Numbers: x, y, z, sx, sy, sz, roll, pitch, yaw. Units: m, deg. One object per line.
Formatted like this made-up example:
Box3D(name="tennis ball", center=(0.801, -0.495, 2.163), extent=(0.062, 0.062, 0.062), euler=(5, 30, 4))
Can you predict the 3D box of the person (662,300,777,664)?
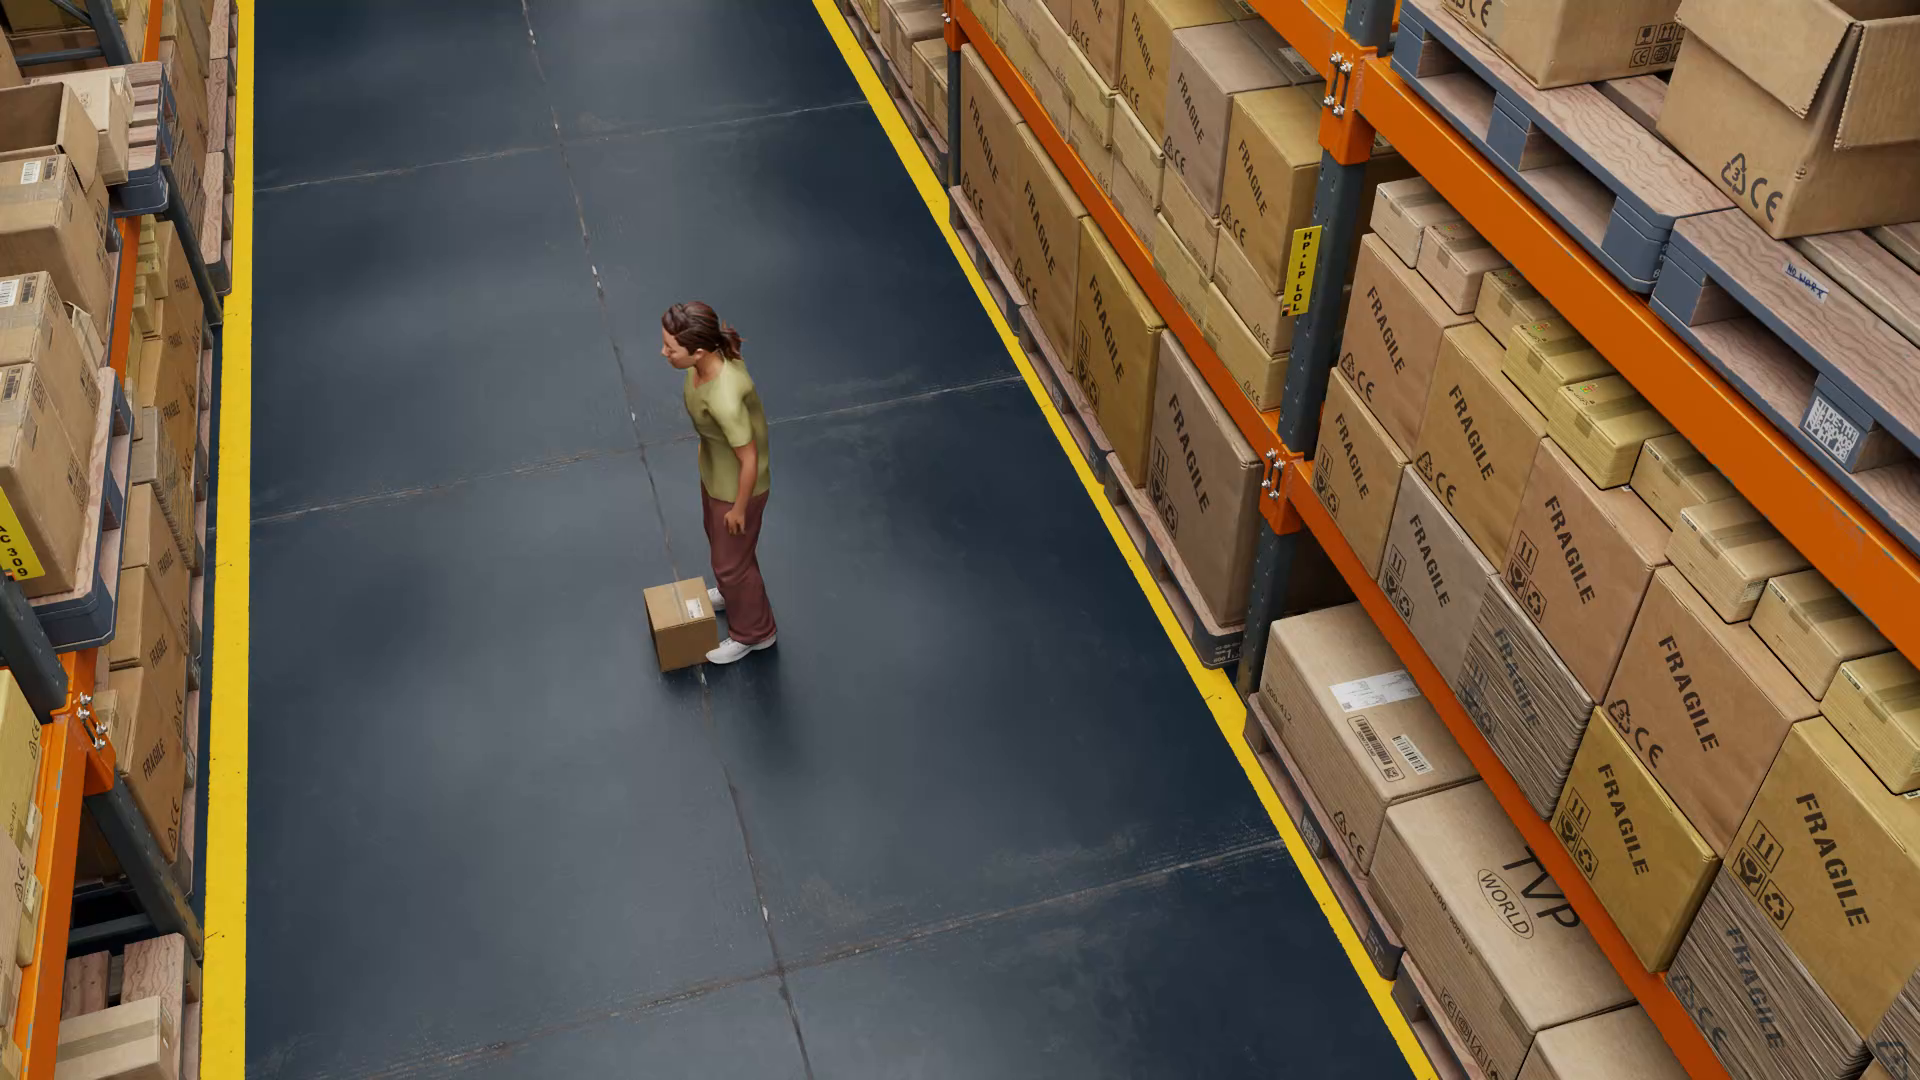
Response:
Box3D(name="person", center=(-0.912, -0.228, 6.415), extent=(0.364, 1.668, 0.512), euler=(-13, 44, -14))
